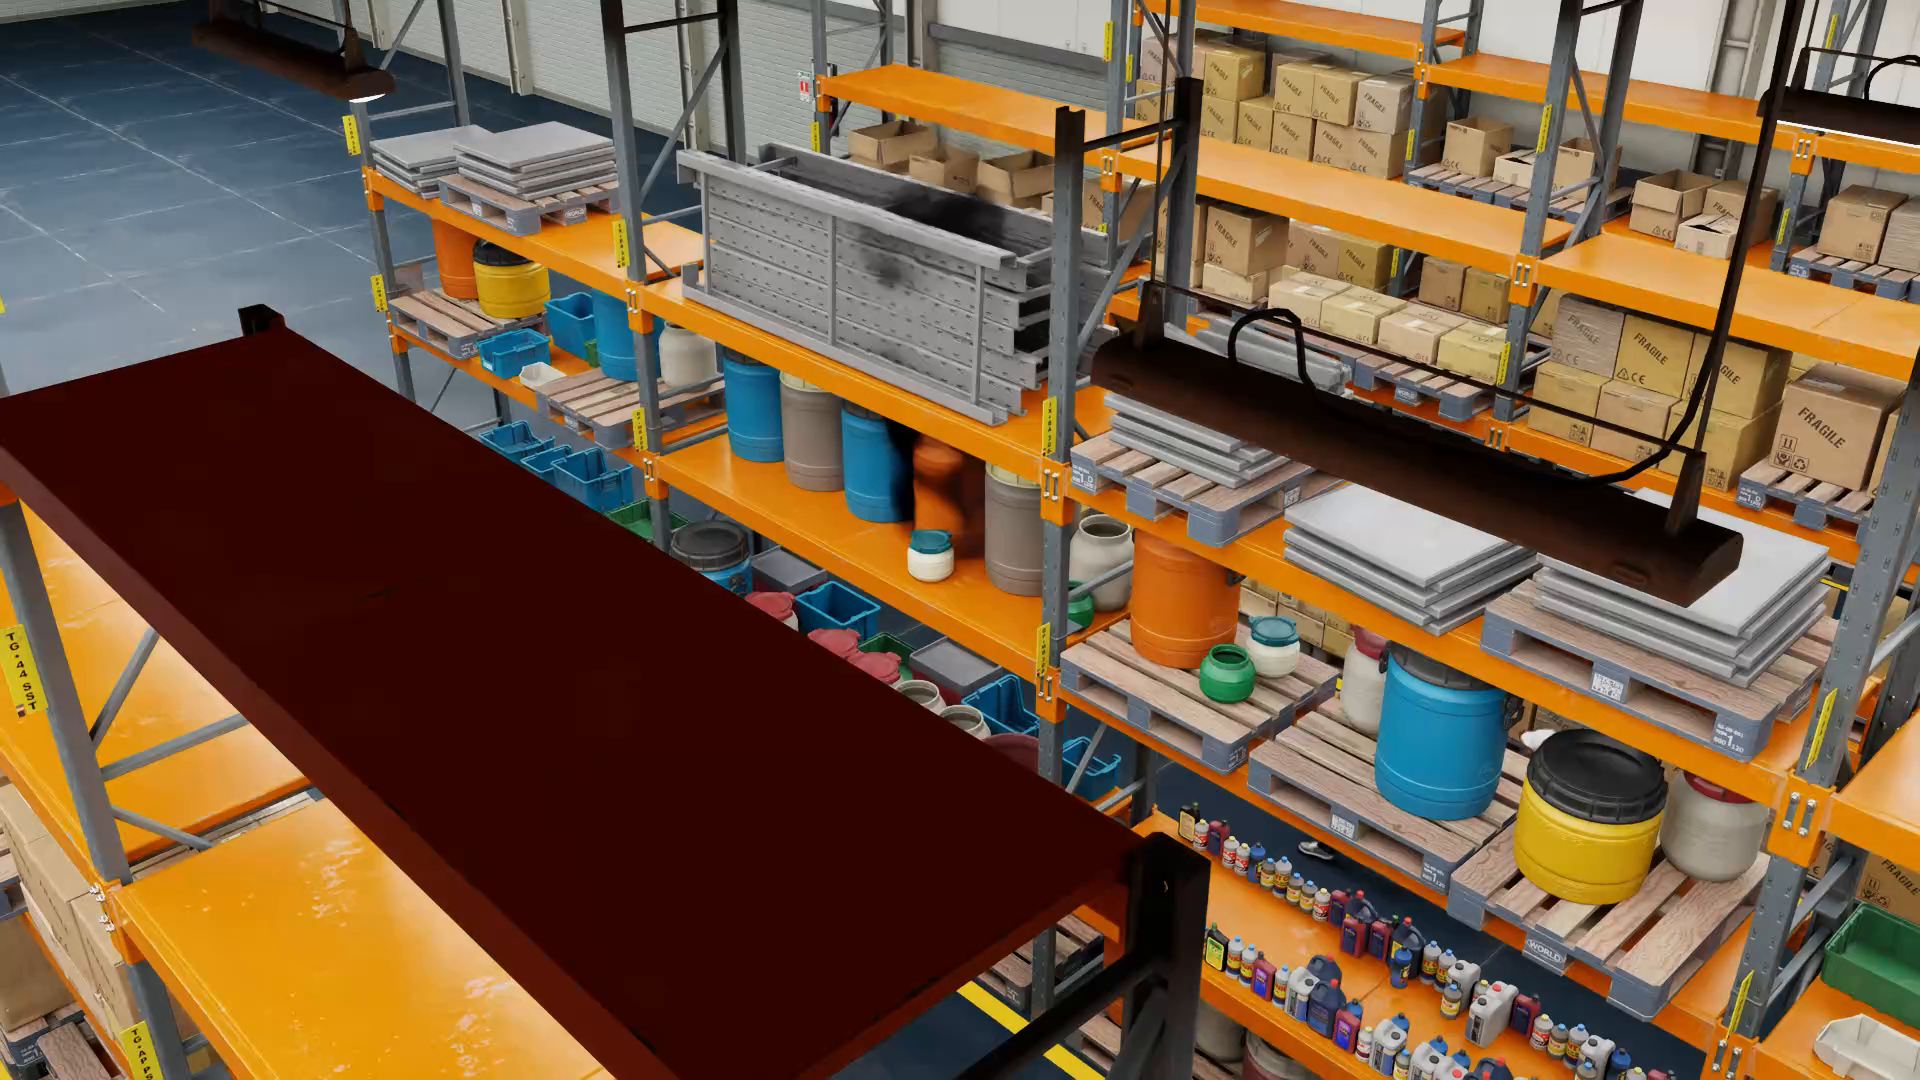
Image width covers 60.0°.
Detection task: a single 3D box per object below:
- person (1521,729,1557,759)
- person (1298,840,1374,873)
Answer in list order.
[{"bbox_3d":[3.847,2.023,11.233,0.809,1.786,0.668,18,33,29],"label":"person"},{"bbox_3d":[2.846,1.721,11.975,0.723,1.581,0.558,18,33,29],"label":"person"}]
